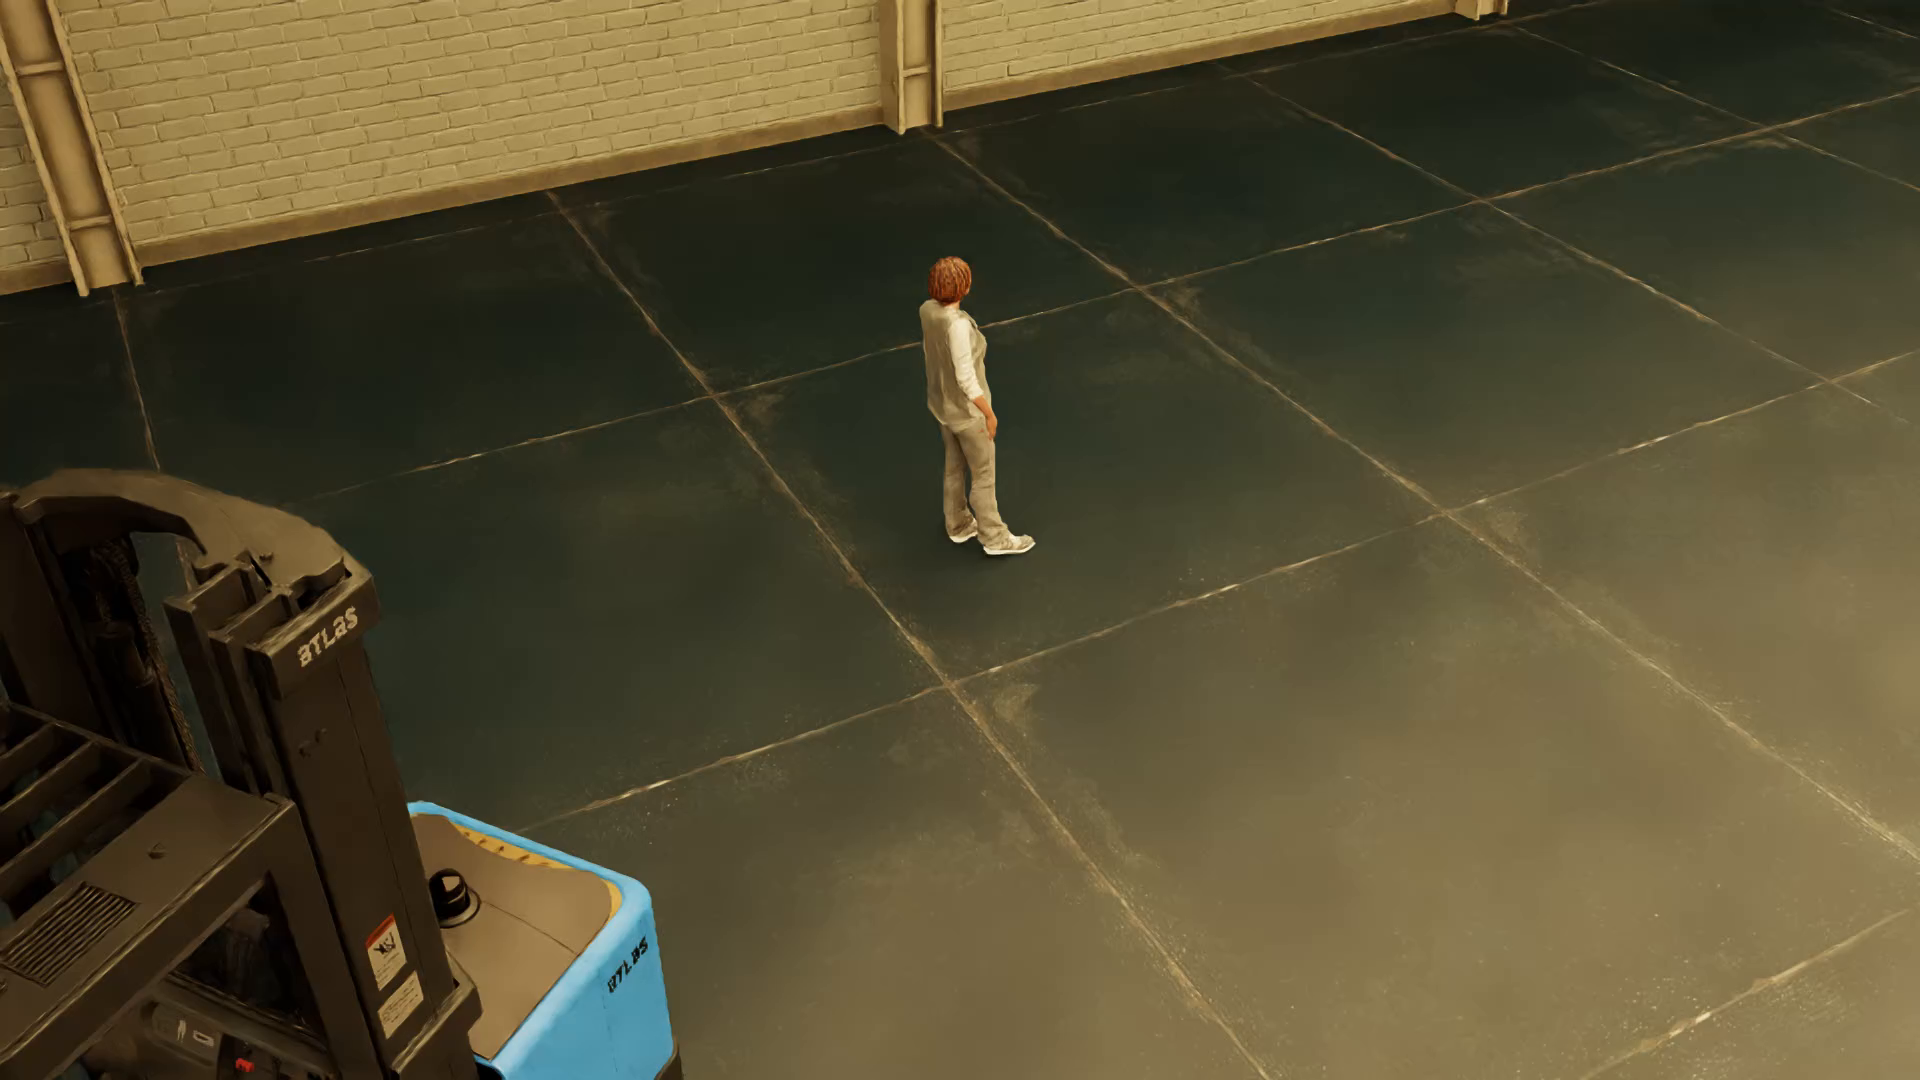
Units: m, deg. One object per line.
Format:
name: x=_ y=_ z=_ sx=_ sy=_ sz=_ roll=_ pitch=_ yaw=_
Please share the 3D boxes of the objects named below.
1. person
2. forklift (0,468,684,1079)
person: x=0.072 y=-0.671 z=8.216 sx=0.474 sy=1.597 sz=0.521 roll=-17 pitch=39 yaw=-23
forklift: x=-2.042 y=1.425 z=4.107 sx=1.130 sy=2.935 sz=3.031 roll=15 pitch=38 yaw=20
